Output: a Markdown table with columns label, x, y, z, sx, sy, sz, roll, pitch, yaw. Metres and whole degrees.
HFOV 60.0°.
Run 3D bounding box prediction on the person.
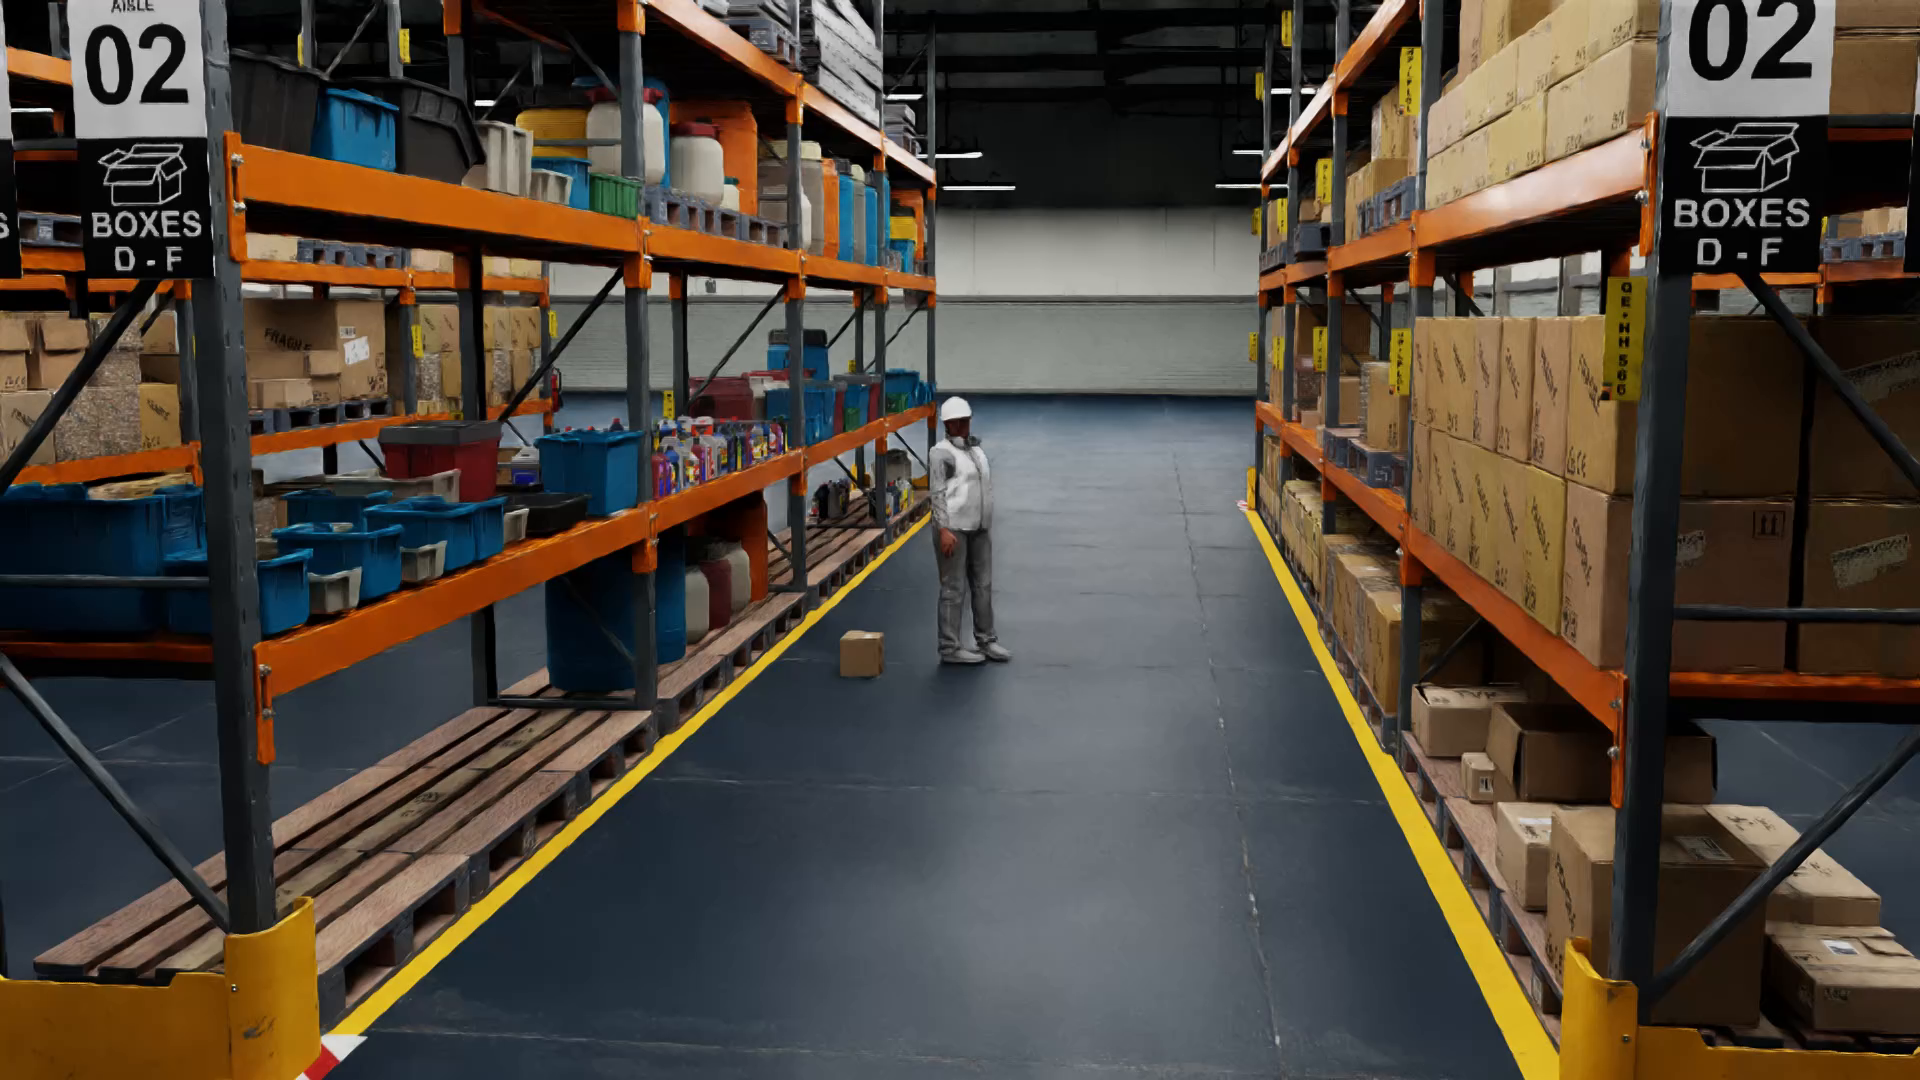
| label | x | y | z | sx | sy | sz | roll | pitch | yaw |
| --- | --- | --- | --- | --- | --- | --- | --- | --- | --- |
| person | 0.058 | -0.073 | 11.143 | 0.491 | 1.776 | 0.571 | 6 | 10 | 40 |
